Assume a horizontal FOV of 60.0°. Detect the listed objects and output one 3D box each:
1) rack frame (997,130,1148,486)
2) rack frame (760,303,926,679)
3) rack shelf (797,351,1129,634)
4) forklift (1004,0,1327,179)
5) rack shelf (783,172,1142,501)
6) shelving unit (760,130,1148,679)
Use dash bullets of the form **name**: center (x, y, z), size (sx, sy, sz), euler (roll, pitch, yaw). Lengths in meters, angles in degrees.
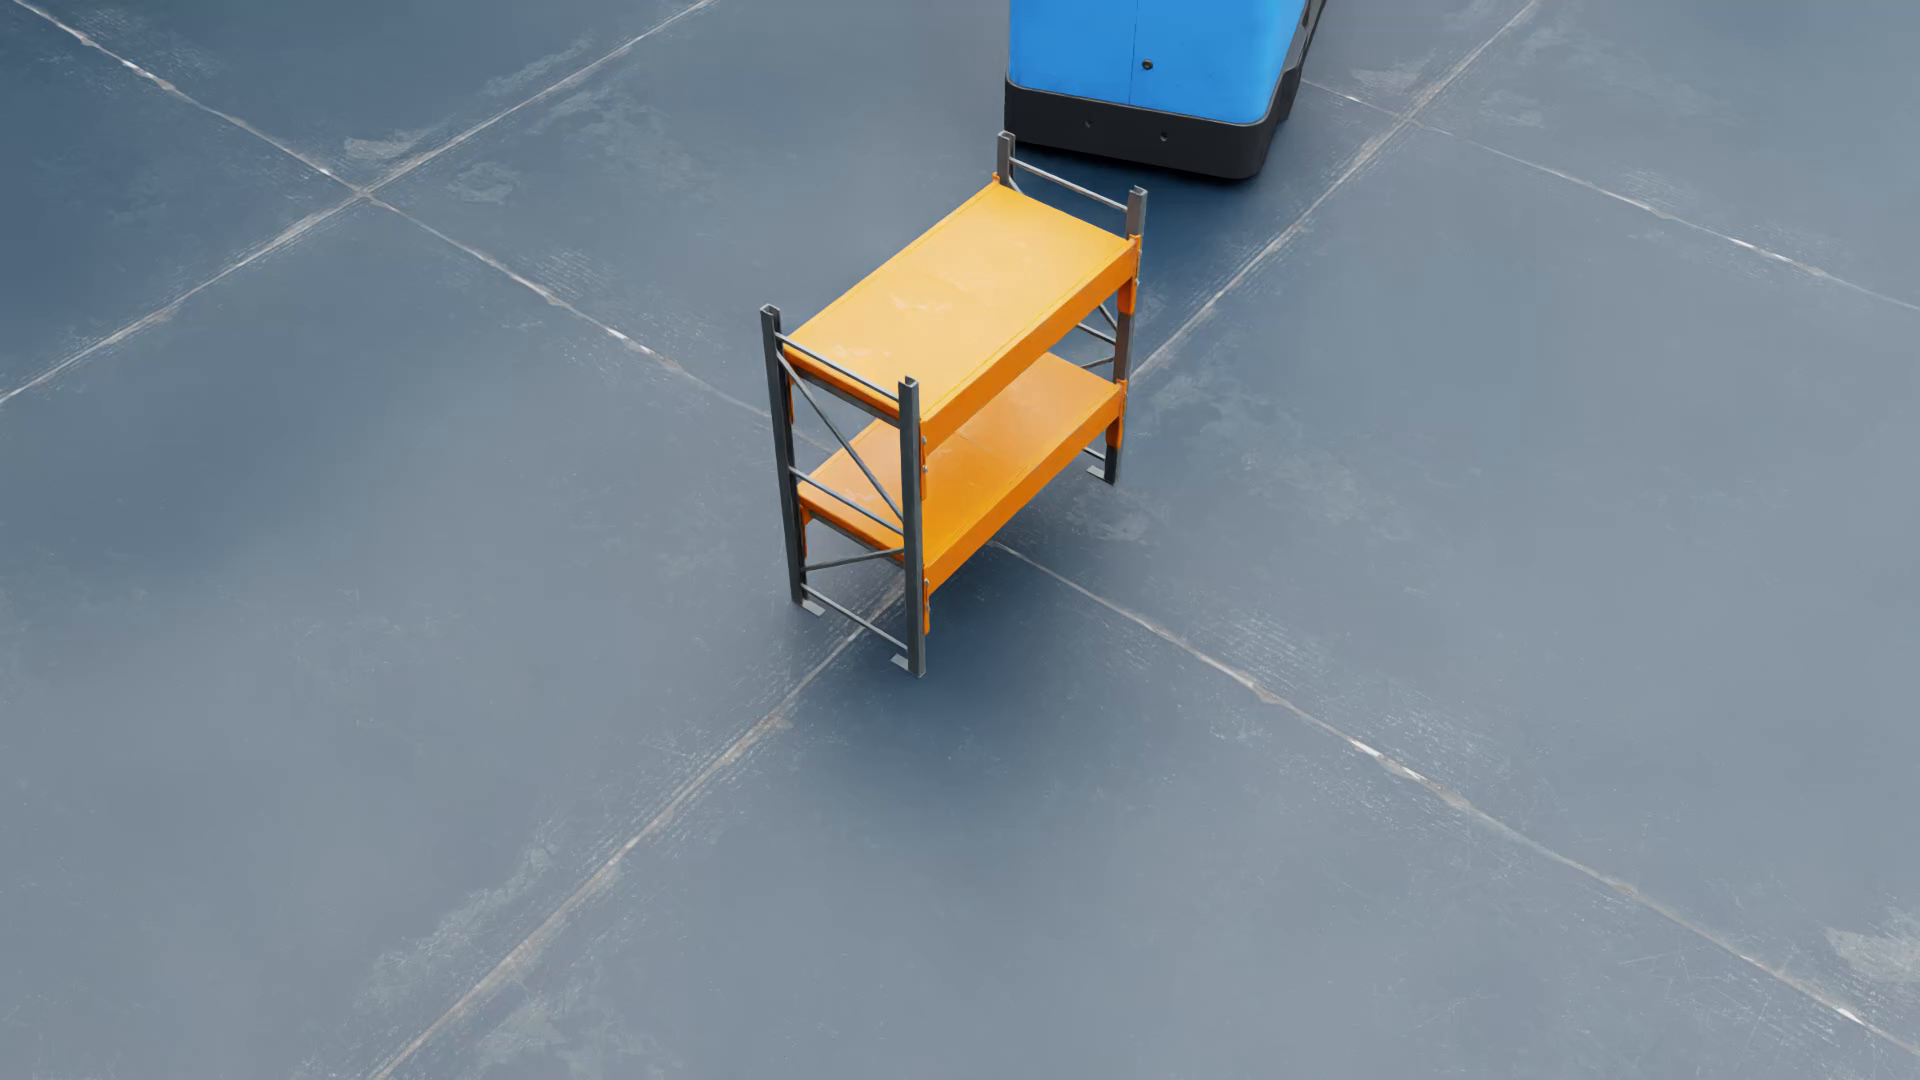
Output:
- **rack frame**: center (0.315, -0.683, 5.125), size (0.500, 1.125, 0.032), euler (29, 53, 25)
- **rack frame**: center (-0.307, -0.102, 4.569), size (0.500, 1.125, 0.032), euler (29, 53, 25)
- **rack shelf**: center (0.004, -0.224, 5.024), size (0.538, 0.278, 1.000), euler (29, 53, 25)
- **forklift**: center (1.115, -3.511, 6.577), size (1.130, 2.935, 3.031), euler (13, 48, 12)
- **rack shelf**: center (0.004, -0.595, 4.635), size (0.538, 0.278, 1.000), euler (29, 53, 25)
- **shelving unit**: center (0.004, -0.392, 4.847), size (0.538, 1.125, 1.048), euler (29, 53, 25)
